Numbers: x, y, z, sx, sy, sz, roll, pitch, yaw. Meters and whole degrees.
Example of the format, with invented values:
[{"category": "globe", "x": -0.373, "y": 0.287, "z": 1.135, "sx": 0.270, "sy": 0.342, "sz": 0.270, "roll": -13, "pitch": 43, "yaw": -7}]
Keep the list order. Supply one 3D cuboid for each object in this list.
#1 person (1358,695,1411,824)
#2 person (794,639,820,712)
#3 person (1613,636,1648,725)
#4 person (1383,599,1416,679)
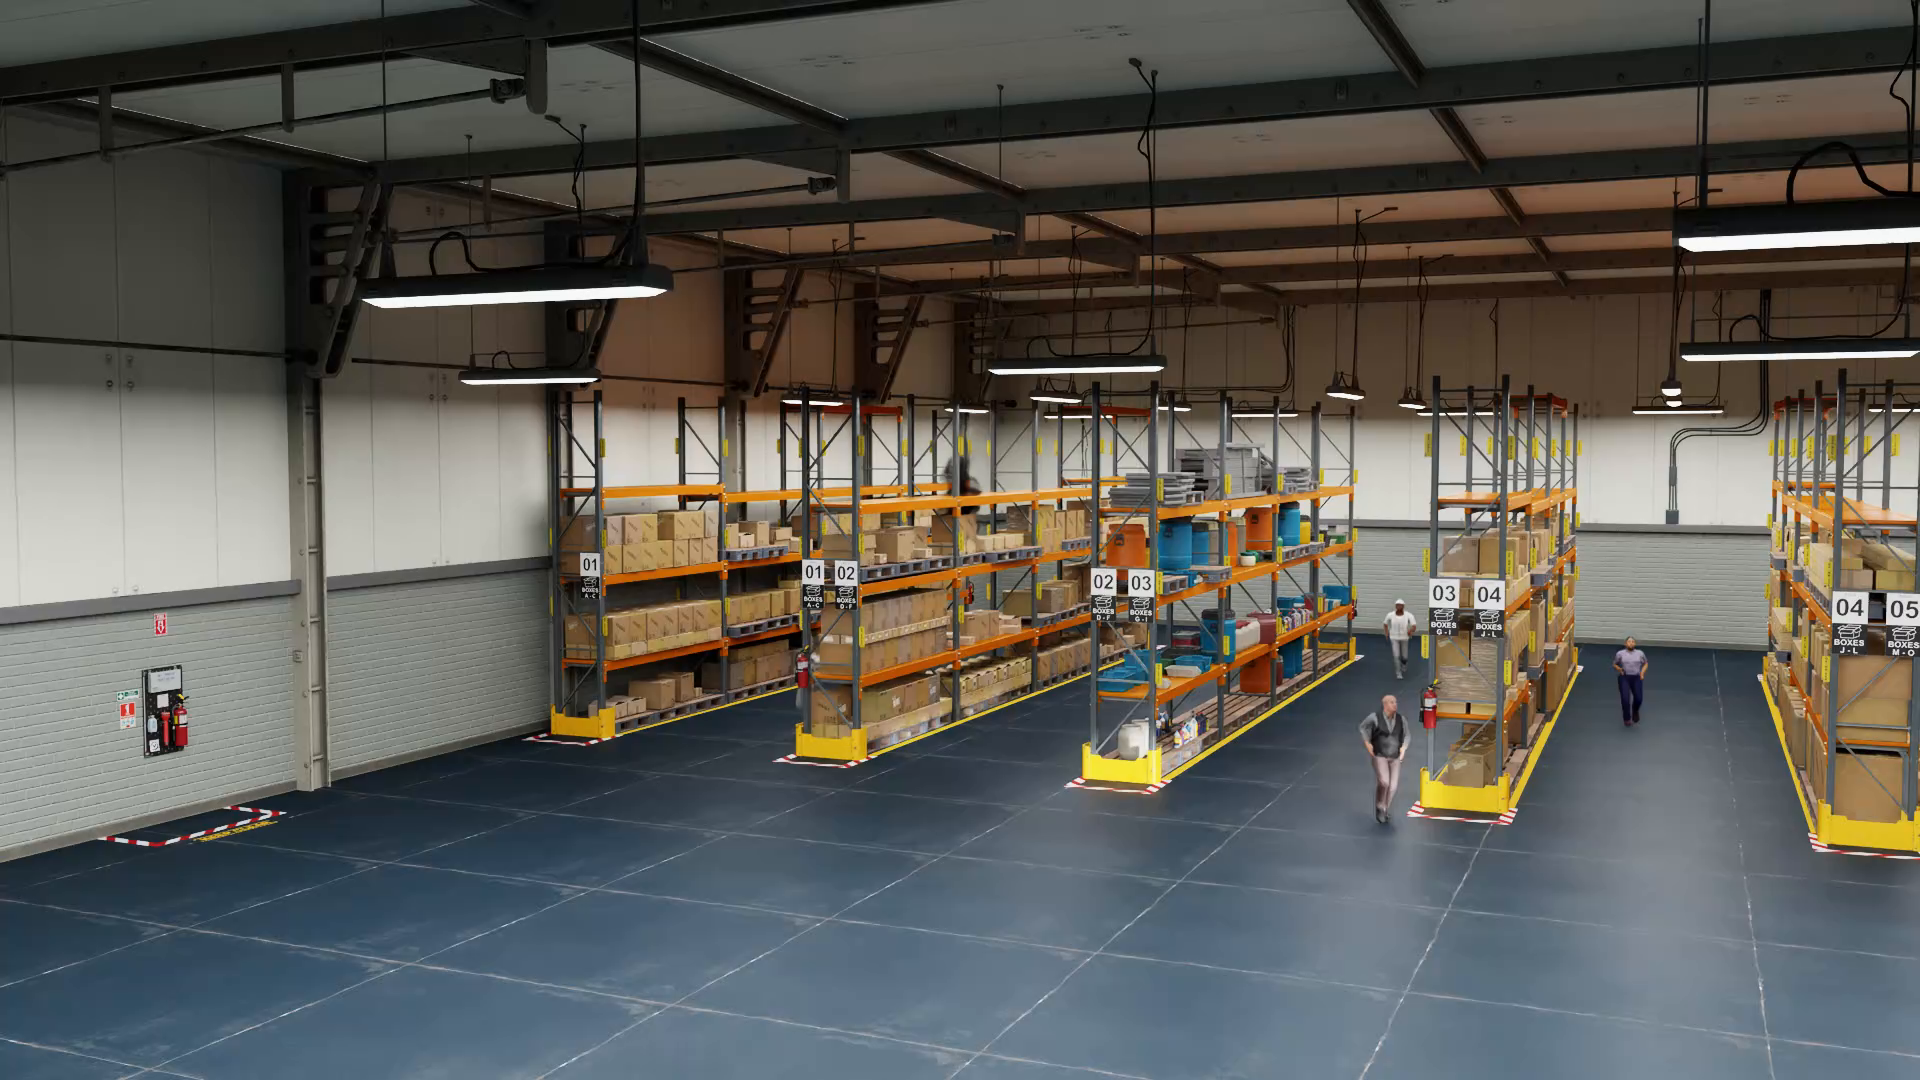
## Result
[{"category": "person", "x": 5.710, "y": 2.925, "z": 22.228, "sx": 0.672, "sy": 1.707, "sz": 0.651, "roll": 0, "pitch": 3, "yaw": -5}, {"category": "person", "x": -2.676, "y": 2.553, "z": 29.414, "sx": 0.602, "sy": 1.647, "sz": 0.543, "roll": 1, "pitch": 3, "yaw": 16}, {"category": "person", "x": 12.084, "y": 2.584, "z": 29.963, "sx": 0.598, "sy": 1.519, "sz": 0.545, "roll": 1, "pitch": 3, "yaw": 18}, {"category": "person", "x": 9.552, "y": 2.142, "z": 36.142, "sx": 0.696, "sy": 1.727, "sz": 0.671, "roll": 1, "pitch": 3, "yaw": 16}]
